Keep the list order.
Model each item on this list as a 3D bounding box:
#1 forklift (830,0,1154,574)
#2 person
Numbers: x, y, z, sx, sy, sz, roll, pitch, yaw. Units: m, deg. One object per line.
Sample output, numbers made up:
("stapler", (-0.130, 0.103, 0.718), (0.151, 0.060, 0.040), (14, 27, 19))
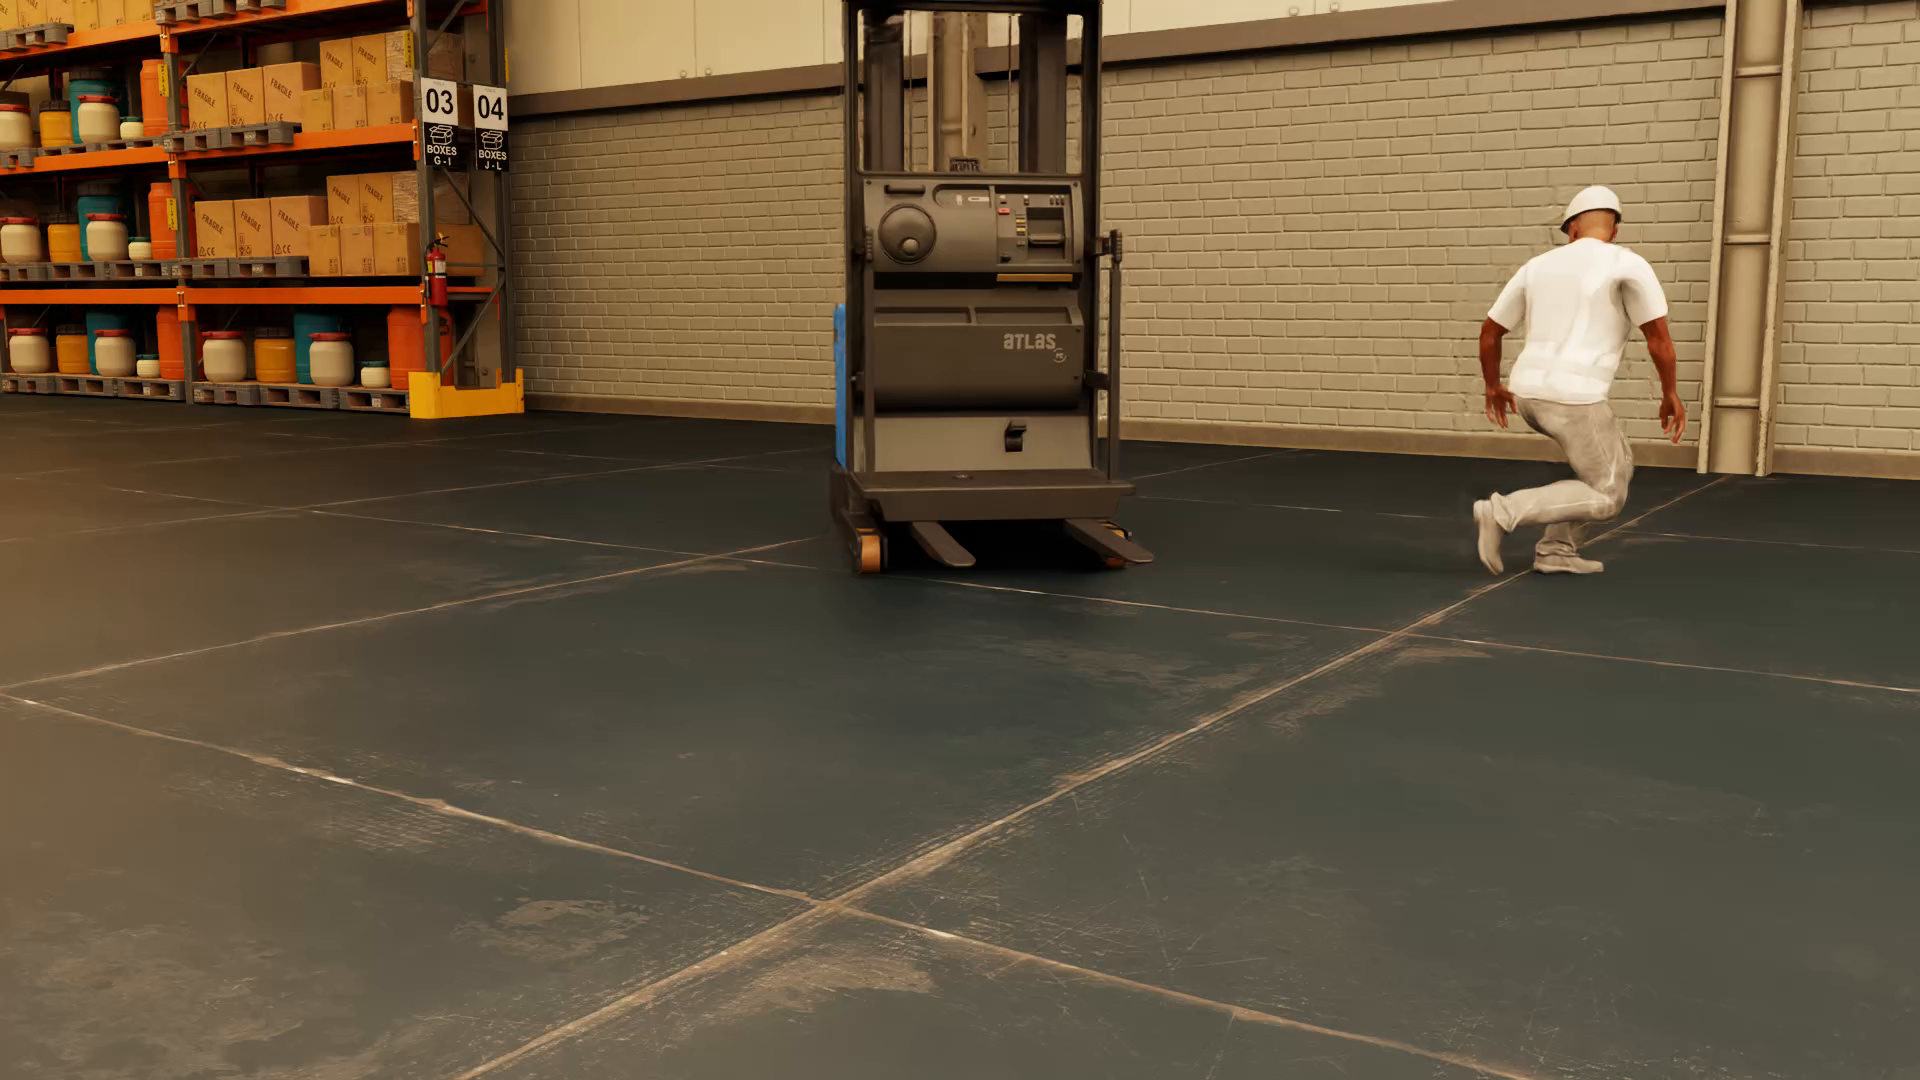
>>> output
("forklift", (0.091, -1.365, 6.790), (1.130, 2.935, 3.031), (-1, 8, -8))
("person", (2.350, -0.619, 6.572), (0.722, 1.547, 0.732), (-2, 8, -11))
